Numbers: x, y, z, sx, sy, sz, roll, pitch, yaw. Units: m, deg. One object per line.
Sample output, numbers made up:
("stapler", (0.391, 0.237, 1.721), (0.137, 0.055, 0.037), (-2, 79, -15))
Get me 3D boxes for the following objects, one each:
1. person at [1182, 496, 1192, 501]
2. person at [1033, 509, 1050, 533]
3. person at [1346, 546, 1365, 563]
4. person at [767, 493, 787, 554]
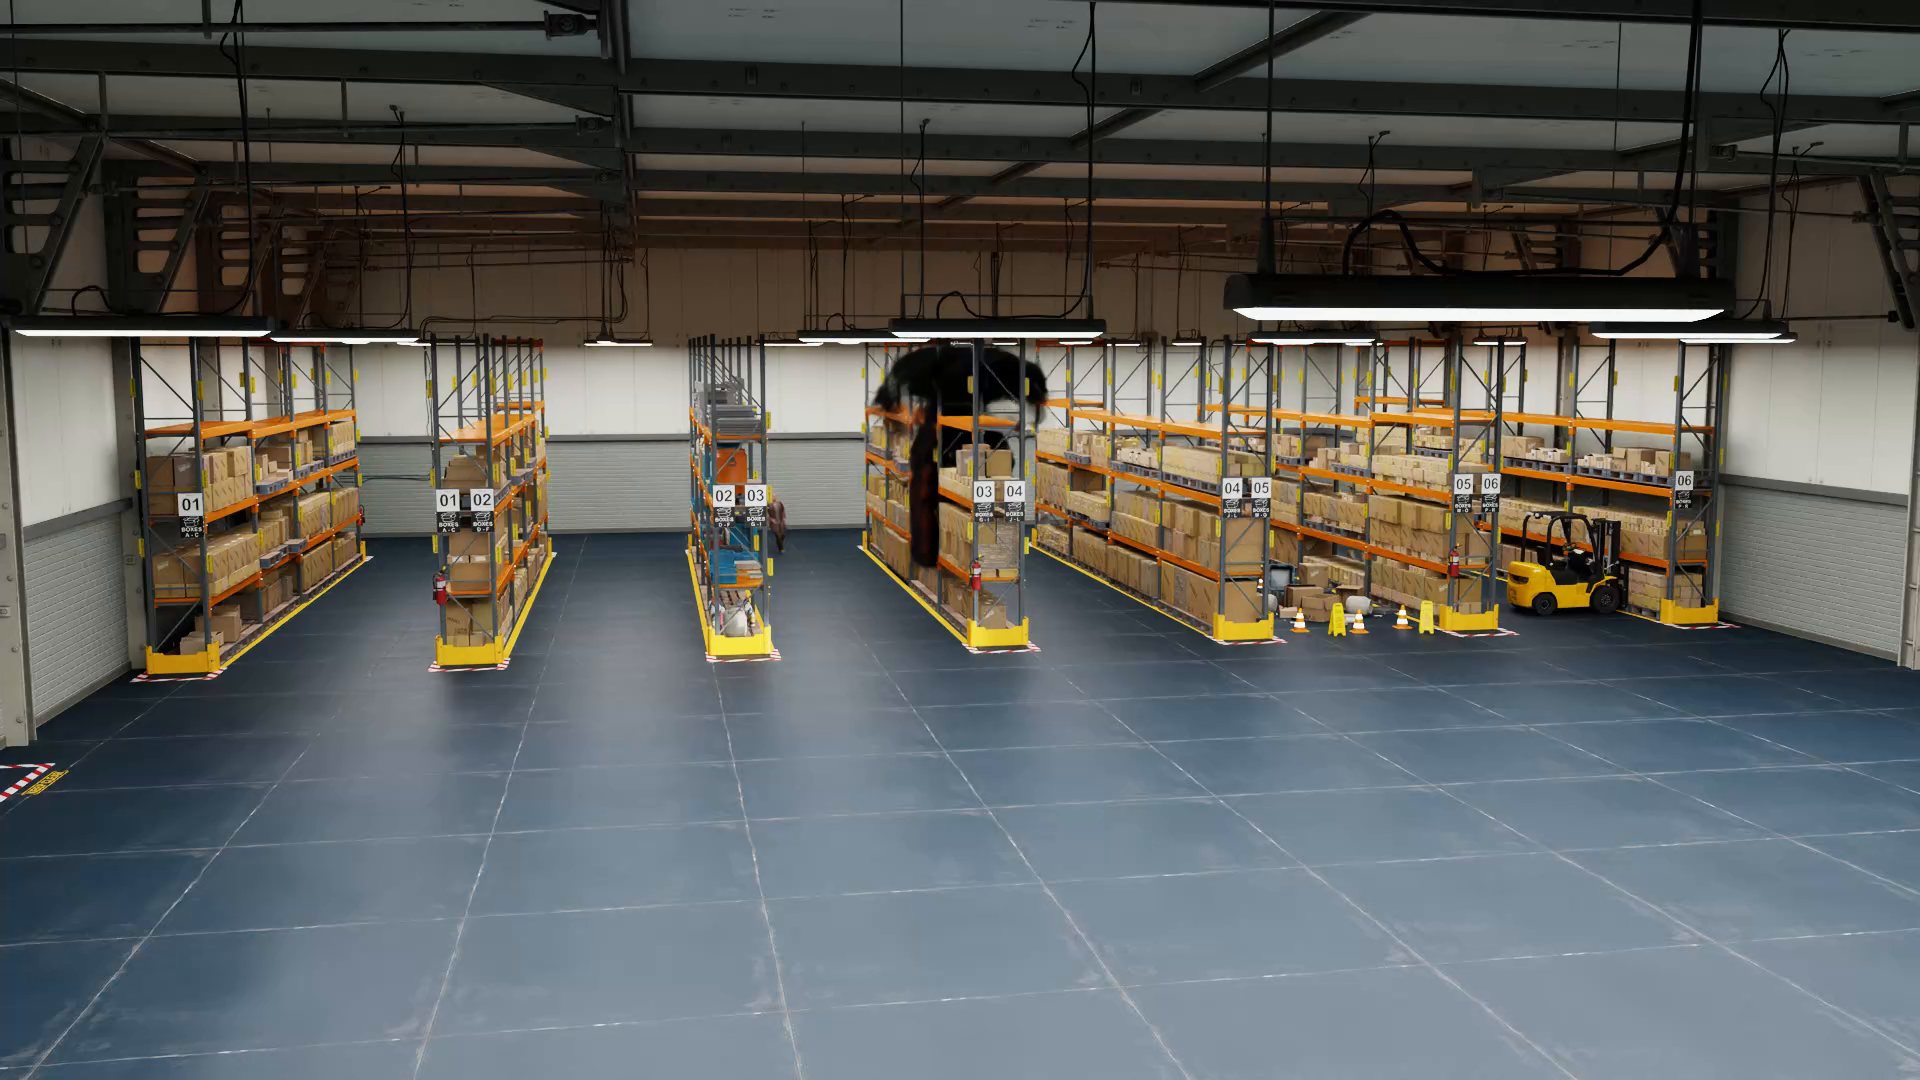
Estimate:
("person", (7.000, -0.904, 50.900), (0.612, 1.640, 0.618), (1, 7, 9))
("person", (2.470, -0.797, 50.005), (0.720, 1.681, 0.646), (3, 7, 24))
("person", (10.275, -0.040, 42.903), (0.650, 1.749, 0.734), (-1, 7, -13))
("person", (-5.166, -0.464, 46.599), (0.705, 1.712, 0.571), (-4, 7, -28))
